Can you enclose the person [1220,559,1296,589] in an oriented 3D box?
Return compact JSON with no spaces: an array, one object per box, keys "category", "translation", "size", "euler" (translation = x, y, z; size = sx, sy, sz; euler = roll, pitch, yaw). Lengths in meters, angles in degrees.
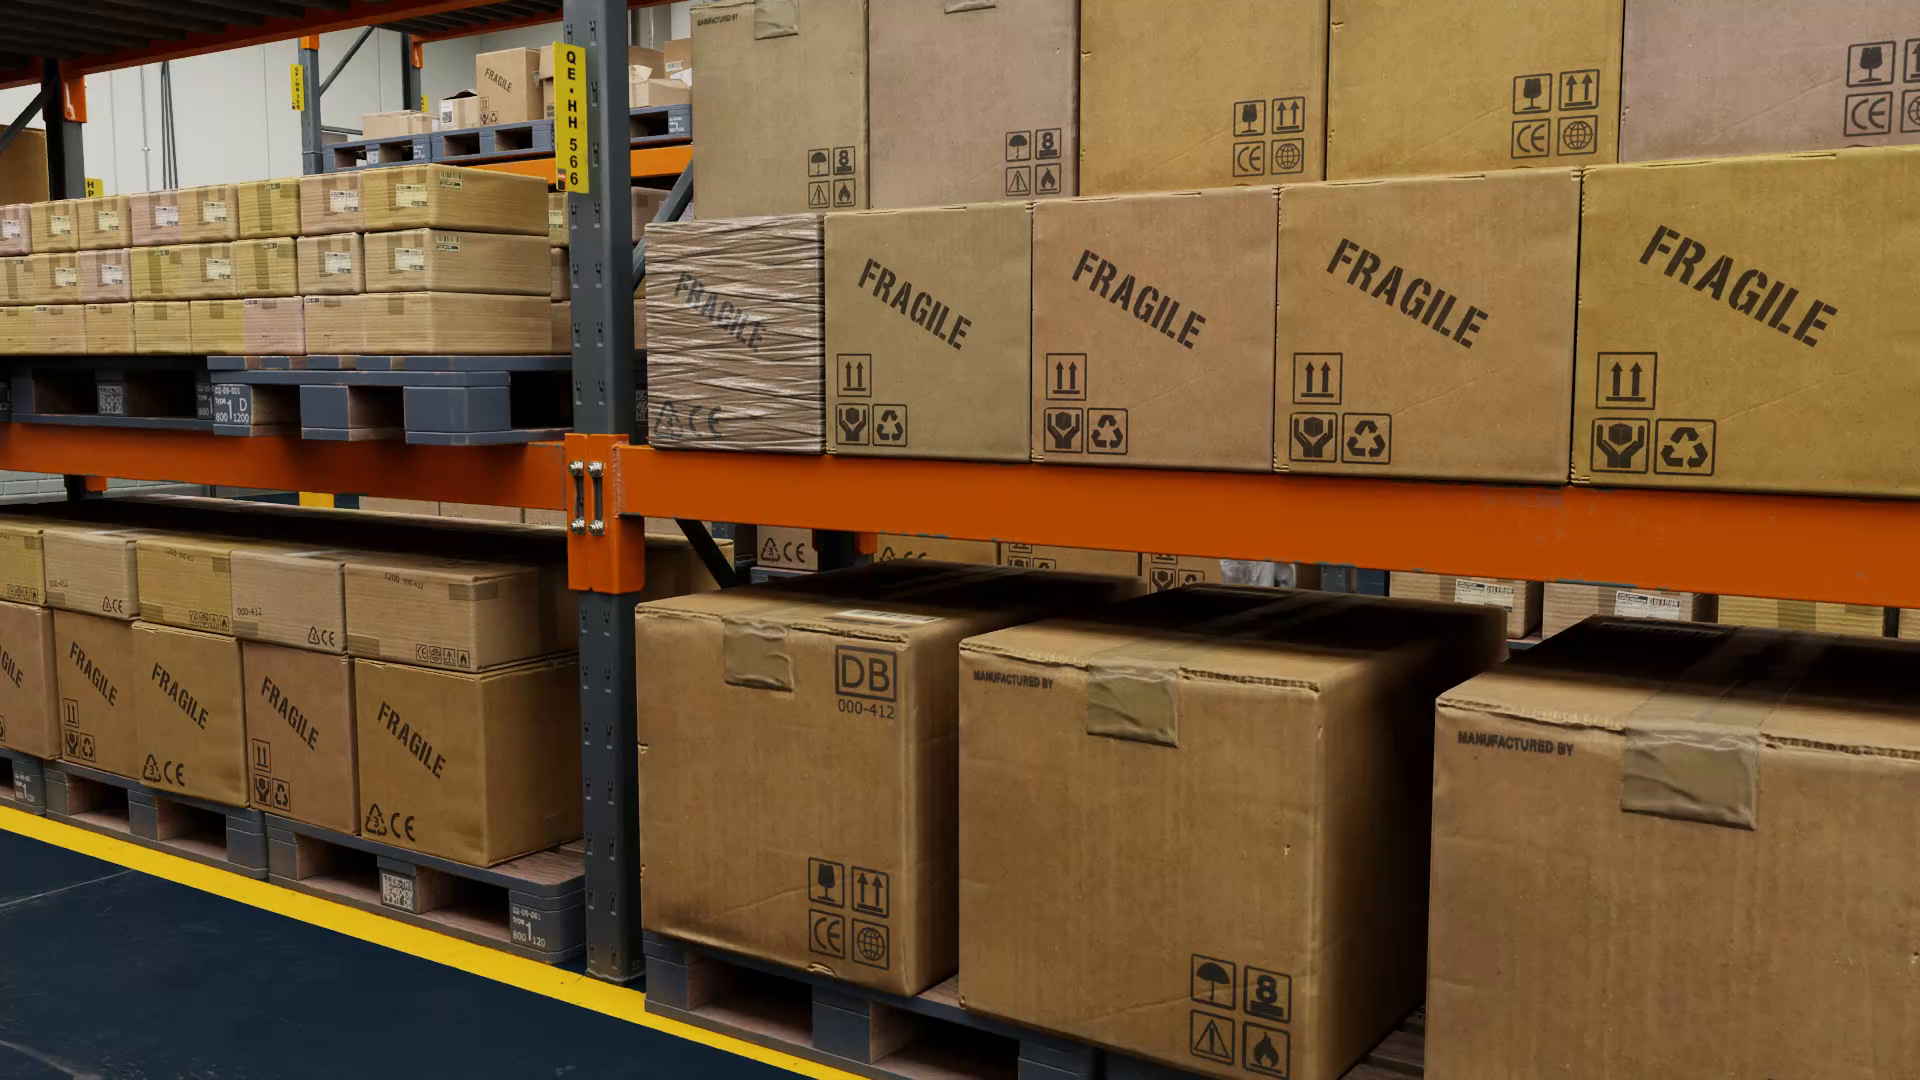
[{"category":"person","translation":[1.202,-0.102,6.619],"size":[0.452,1.772,0.616],"euler":[4,7,31]}]
